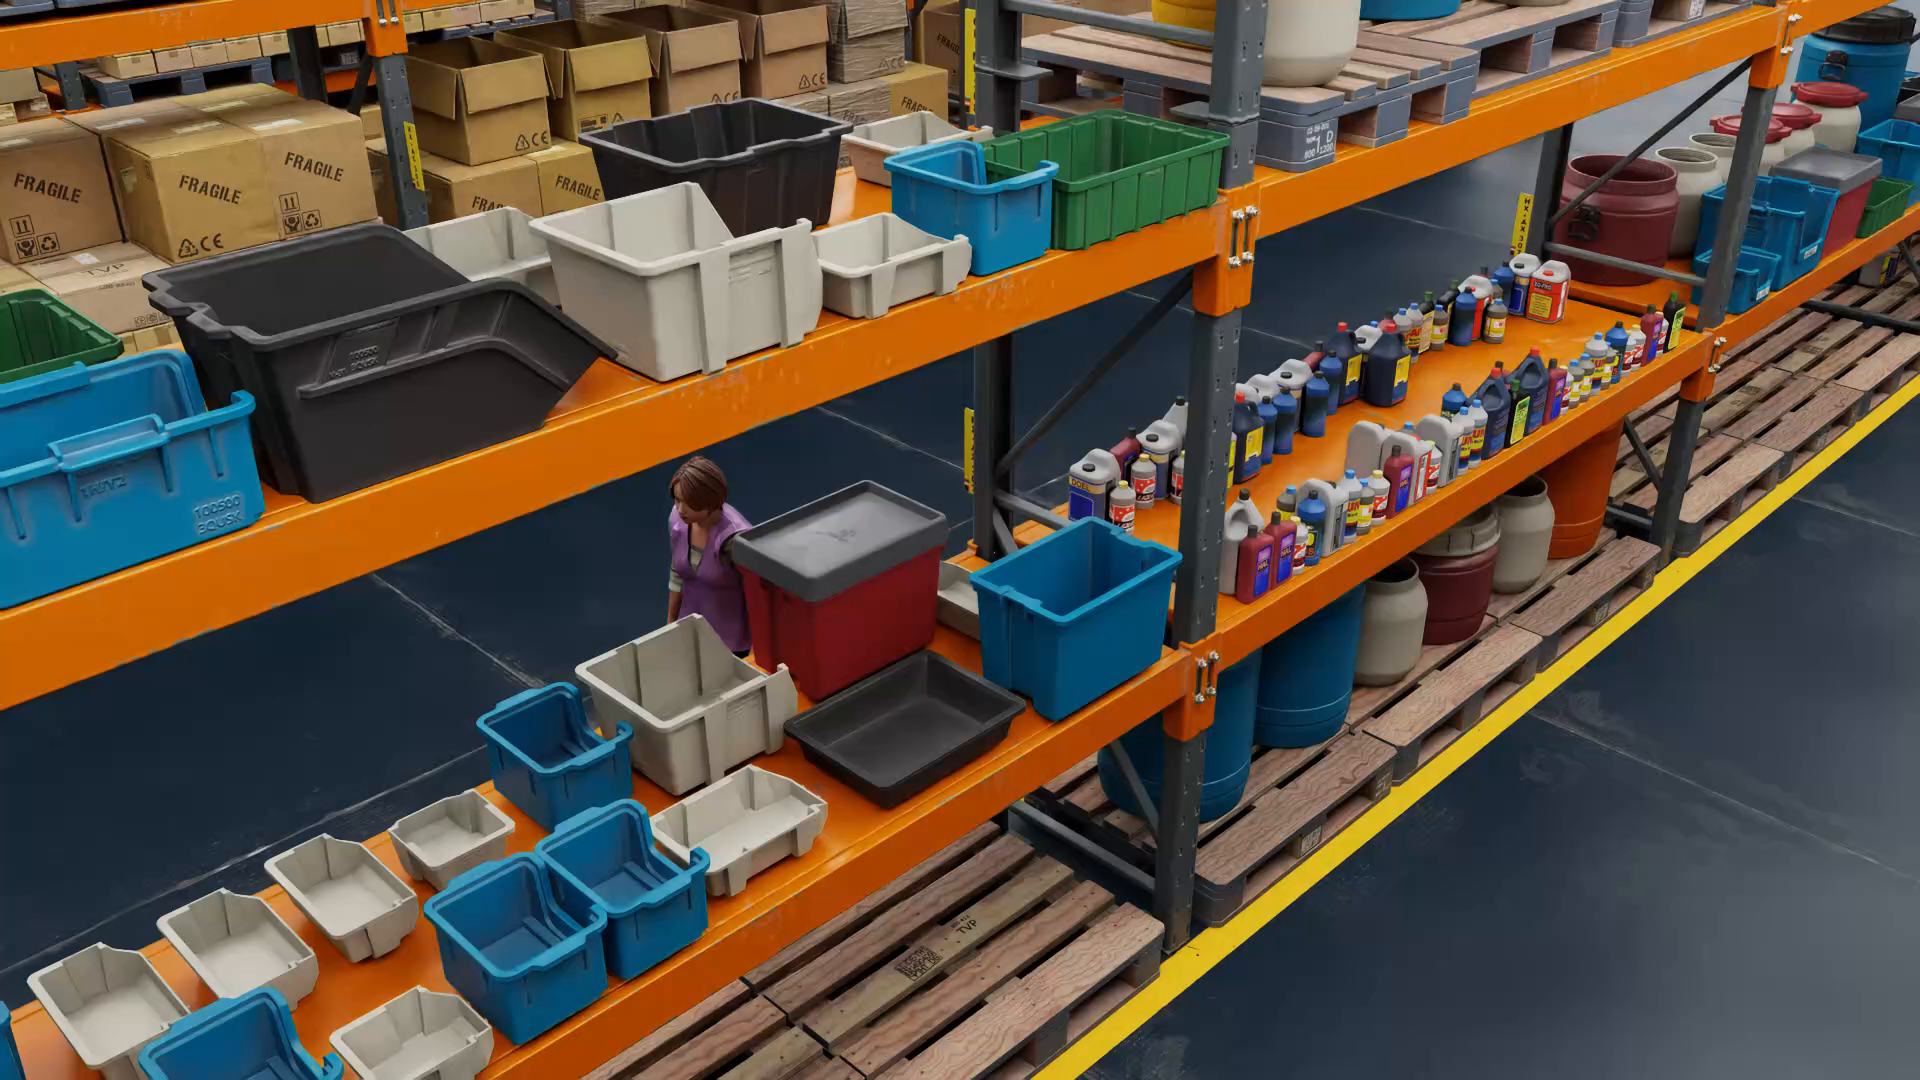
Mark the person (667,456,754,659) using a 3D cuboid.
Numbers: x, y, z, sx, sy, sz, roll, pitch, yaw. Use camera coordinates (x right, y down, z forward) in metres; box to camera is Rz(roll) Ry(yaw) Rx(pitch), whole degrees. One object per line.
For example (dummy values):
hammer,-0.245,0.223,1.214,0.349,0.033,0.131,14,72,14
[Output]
person,-0.939,0.384,6.415,0.486,1.593,0.341,18,33,29
